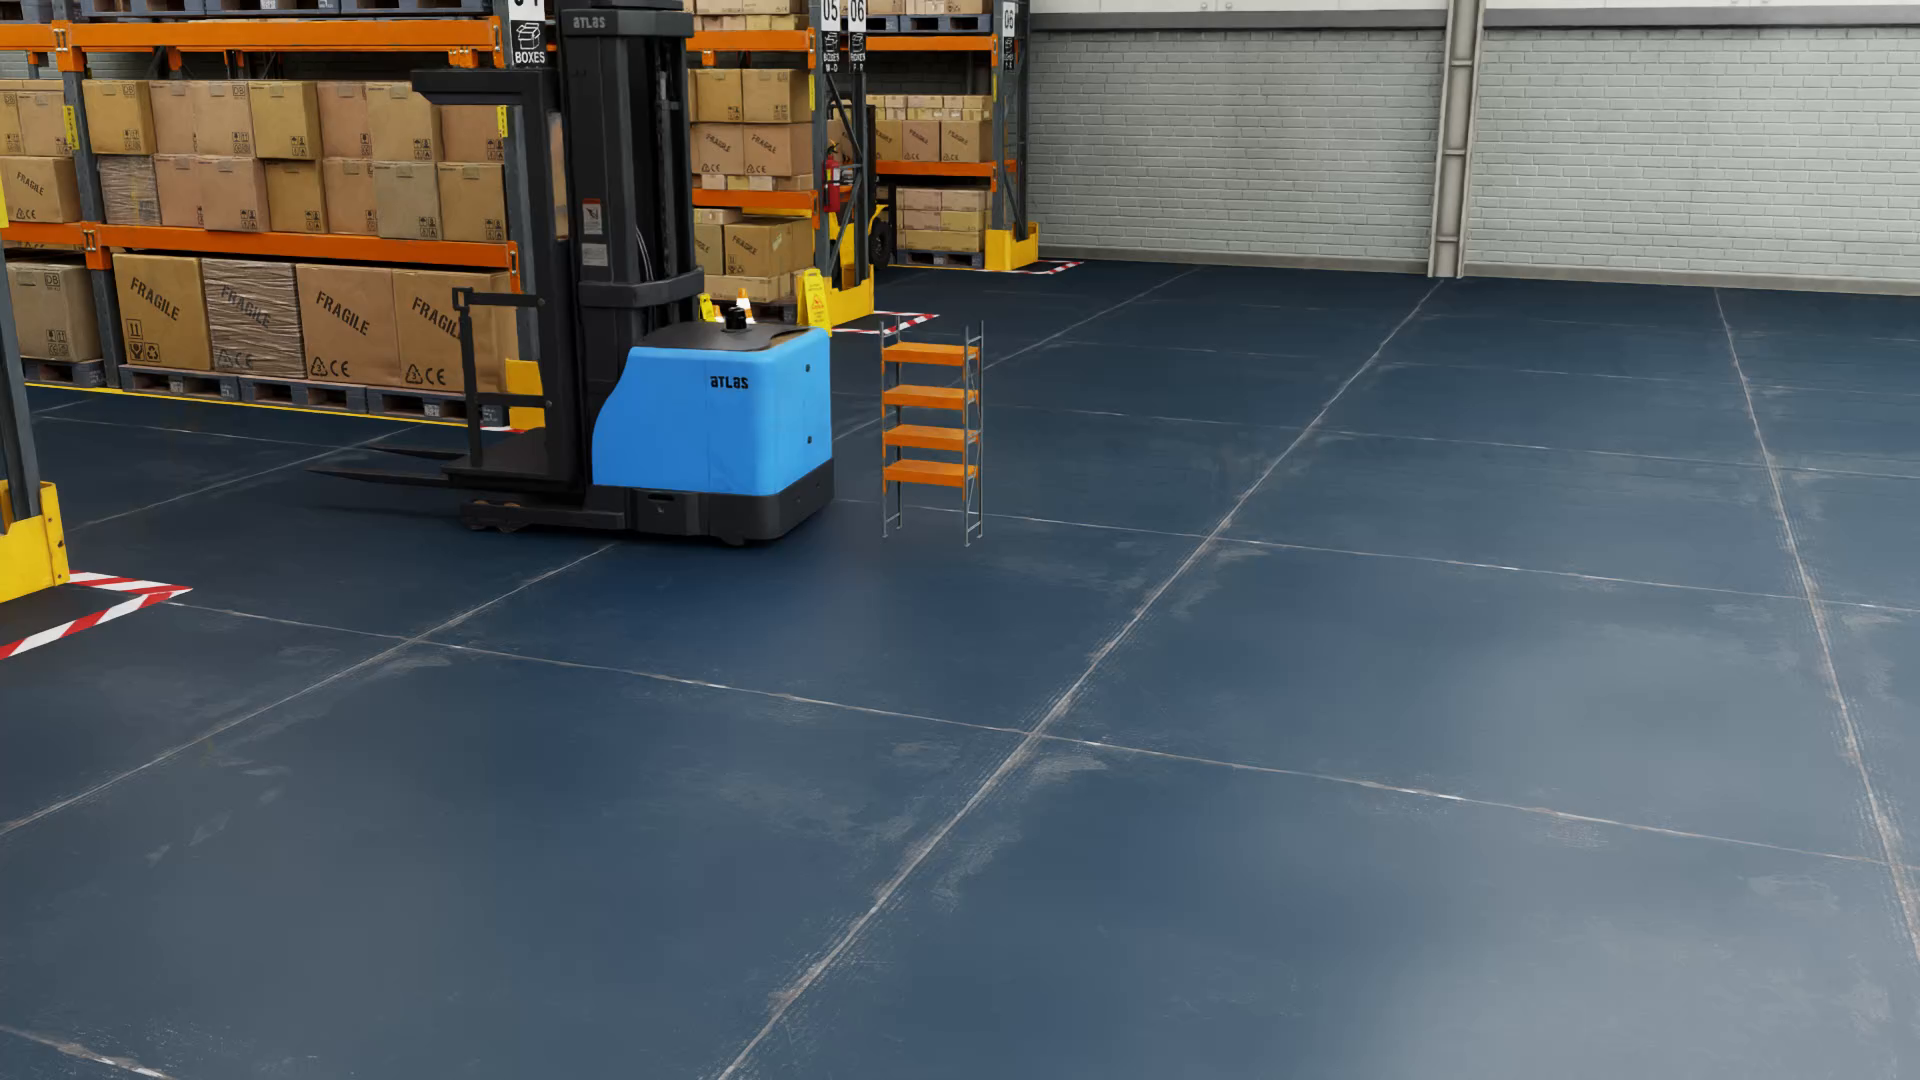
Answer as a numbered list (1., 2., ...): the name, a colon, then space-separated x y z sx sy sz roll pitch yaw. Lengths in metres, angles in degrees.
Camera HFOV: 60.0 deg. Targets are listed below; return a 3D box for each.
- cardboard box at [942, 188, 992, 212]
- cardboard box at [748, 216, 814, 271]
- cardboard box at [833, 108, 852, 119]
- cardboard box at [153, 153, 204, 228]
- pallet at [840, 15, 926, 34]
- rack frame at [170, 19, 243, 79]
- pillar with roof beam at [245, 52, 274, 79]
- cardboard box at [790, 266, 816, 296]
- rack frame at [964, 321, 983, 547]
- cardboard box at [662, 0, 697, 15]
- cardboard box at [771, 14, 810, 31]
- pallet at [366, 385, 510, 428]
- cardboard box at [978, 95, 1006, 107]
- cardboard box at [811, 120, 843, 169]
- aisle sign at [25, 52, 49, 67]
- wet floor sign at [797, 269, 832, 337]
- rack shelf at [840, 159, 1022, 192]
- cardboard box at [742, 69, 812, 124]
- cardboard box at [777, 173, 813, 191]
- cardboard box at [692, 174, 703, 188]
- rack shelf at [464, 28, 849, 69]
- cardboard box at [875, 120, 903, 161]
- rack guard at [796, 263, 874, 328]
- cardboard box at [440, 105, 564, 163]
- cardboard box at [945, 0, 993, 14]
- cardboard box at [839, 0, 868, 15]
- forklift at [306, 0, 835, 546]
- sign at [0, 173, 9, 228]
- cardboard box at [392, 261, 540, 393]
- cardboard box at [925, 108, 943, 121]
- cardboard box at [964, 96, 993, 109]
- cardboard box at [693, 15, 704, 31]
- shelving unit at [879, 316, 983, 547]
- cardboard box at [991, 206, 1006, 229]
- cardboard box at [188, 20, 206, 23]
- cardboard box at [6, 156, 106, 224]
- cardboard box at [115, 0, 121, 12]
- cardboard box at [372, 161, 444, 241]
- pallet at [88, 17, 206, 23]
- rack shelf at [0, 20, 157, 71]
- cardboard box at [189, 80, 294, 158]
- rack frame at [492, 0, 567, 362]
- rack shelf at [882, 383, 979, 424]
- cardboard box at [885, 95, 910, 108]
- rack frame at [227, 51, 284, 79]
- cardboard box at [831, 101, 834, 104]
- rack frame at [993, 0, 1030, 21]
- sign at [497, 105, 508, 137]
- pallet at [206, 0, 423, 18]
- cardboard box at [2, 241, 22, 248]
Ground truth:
1. cardboard box: 0.096 -4.285 20.940 0.500 0.250 0.500 7 18 22
2. cardboard box: -1.850 -3.068 17.194 0.500 0.500 0.500 6 17 19
3. cardboard box: -1.451 -5.462 21.266 0.250 0.149 0.380 6 17 19
4. cardboard box: -5.754 -2.772 13.073 0.550 0.550 0.875 6 17 21
5. pallet: -1.148 -6.559 21.165 1.213 0.211 1.003 6 17 21
6. rack frame: -8.621 -4.488 19.254 0.127 3.000 1.000 6 17 21
7. pillar with roof beam: -12.420 -8.255 21.467 0.400 9.000 9.100 6 17 21
8. cardboard box: -1.828 -2.705 17.291 0.500 0.250 0.500 6 17 20
9. rack frame: 0.073 -0.568 8.979 0.015 1.200 0.240 6 17 21
10. cardboard box: -2.705 -5.267 16.293 0.500 0.250 0.500 7 18 22
11. cardboard box: -1.613 -4.954 15.928 0.250 0.149 0.380 6 17 21
12. pallet: -3.673 -1.098 12.578 1.213 0.211 1.003 6 17 21
13. cardboard box: 0.405 -5.550 21.034 0.250 0.149 0.380 6 17 20
14. cardboard box: -1.517 -3.981 16.794 0.500 0.500 0.500 6 17 20
15. aisle sign: -14.416 -7.774 25.908 0.004 0.787 0.394 6 17 21
16. wet floor sign: -1.394 -2.242 15.740 0.232 0.644 0.267 14 21 40
17. rack shelf: -1.221 -4.817 21.676 4.000 0.370 1.077 6 17 21
18. cardboard box: -1.734 -4.337 16.225 0.500 0.500 0.700 6 17 19
19. cardboard box: -1.605 -3.532 16.411 0.250 0.149 0.380 7 18 22
20. cardboard box: -2.549 -3.642 16.790 0.250 0.149 0.380 7 17 21
21. rack shelf: -3.039 -4.970 16.822 4.000 0.370 1.077 6 17 21
22. cardboard box: -0.871 -5.096 21.167 0.500 0.500 0.500 6 17 20
23. rack guard: -1.249 -2.477 16.810 0.348 0.500 1.175 6 17 21
24. cardboard box: -3.232 -3.014 11.971 0.550 0.550 0.875 6 17 21
25. cardboard box: 0.138 -6.678 20.304 0.500 0.500 0.500 7 18 22
26. cardboard box: -1.308 -6.880 20.994 0.637 0.503 0.797 7 18 22
27. forklift: -2.311 -1.585 9.377 3.031 2.935 1.130 4 17 15
28. sign: -4.616 -1.656 7.946 0.005 0.325 0.100 6 17 21
29. cardboard box: -3.556 -1.609 12.395 0.875 0.875 0.875 6 17 21
30. cardboard box: -0.254 -5.341 20.848 0.250 0.149 0.380 7 17 22
31. cardboard box: 0.229 -5.442 20.663 0.250 0.149 0.380 6 17 21
32. cardboard box: -2.552 -5.063 16.304 0.250 0.149 0.380 6 17 20
33. shelving unit: -0.154 -0.593 9.065 0.503 1.200 0.258 6 17 21
34. cardboard box: 0.278 -4.181 21.477 0.500 0.250 0.500 7 17 22
35. cardboard box: -8.390 -5.732 18.608 0.250 0.149 0.380 6 17 21
36. cardboard box: -7.205 -2.817 13.318 0.500 0.500 0.500 6 17 20
37. cardboard box: -9.611 -6.230 18.942 0.500 0.500 0.700 5 17 18
38. cardboard box: -3.782 -2.525 12.221 0.550 0.550 0.875 6 17 21
39. pallet: -9.239 -5.890 19.041 1.003 0.211 1.213 7 18 23
40. rack shelf: -8.482 -4.085 13.773 4.000 0.370 1.077 6 17 21
41. cardboard box: -5.285 -3.212 12.651 0.550 0.550 0.875 6 17 21
42. rack frame: -2.901 -2.376 11.977 0.127 3.000 1.000 6 17 21
43. rack shelf: -0.154 -0.743 9.021 0.480 0.148 0.258 6 17 21
44. cardboard box: -0.753 -5.522 20.937 0.250 0.149 0.380 7 18 22
45. rack frame: -10.524 -6.185 25.099 0.127 3.000 1.000 6 17 21
46. cardboard box: -1.667 -5.648 21.374 0.250 0.149 0.380 6 17 20
47. rack frame: 0.639 -7.839 20.034 0.127 3.000 1.000 6 17 21
48. sign: -3.113 -2.906 11.303 0.005 0.325 0.100 6 17 21
49. pallet: -4.734 -3.971 12.252 1.213 0.211 1.003 6 17 21
50. cardboard box: -11.736 -4.036 20.754 0.875 0.875 0.875 7 18 22
